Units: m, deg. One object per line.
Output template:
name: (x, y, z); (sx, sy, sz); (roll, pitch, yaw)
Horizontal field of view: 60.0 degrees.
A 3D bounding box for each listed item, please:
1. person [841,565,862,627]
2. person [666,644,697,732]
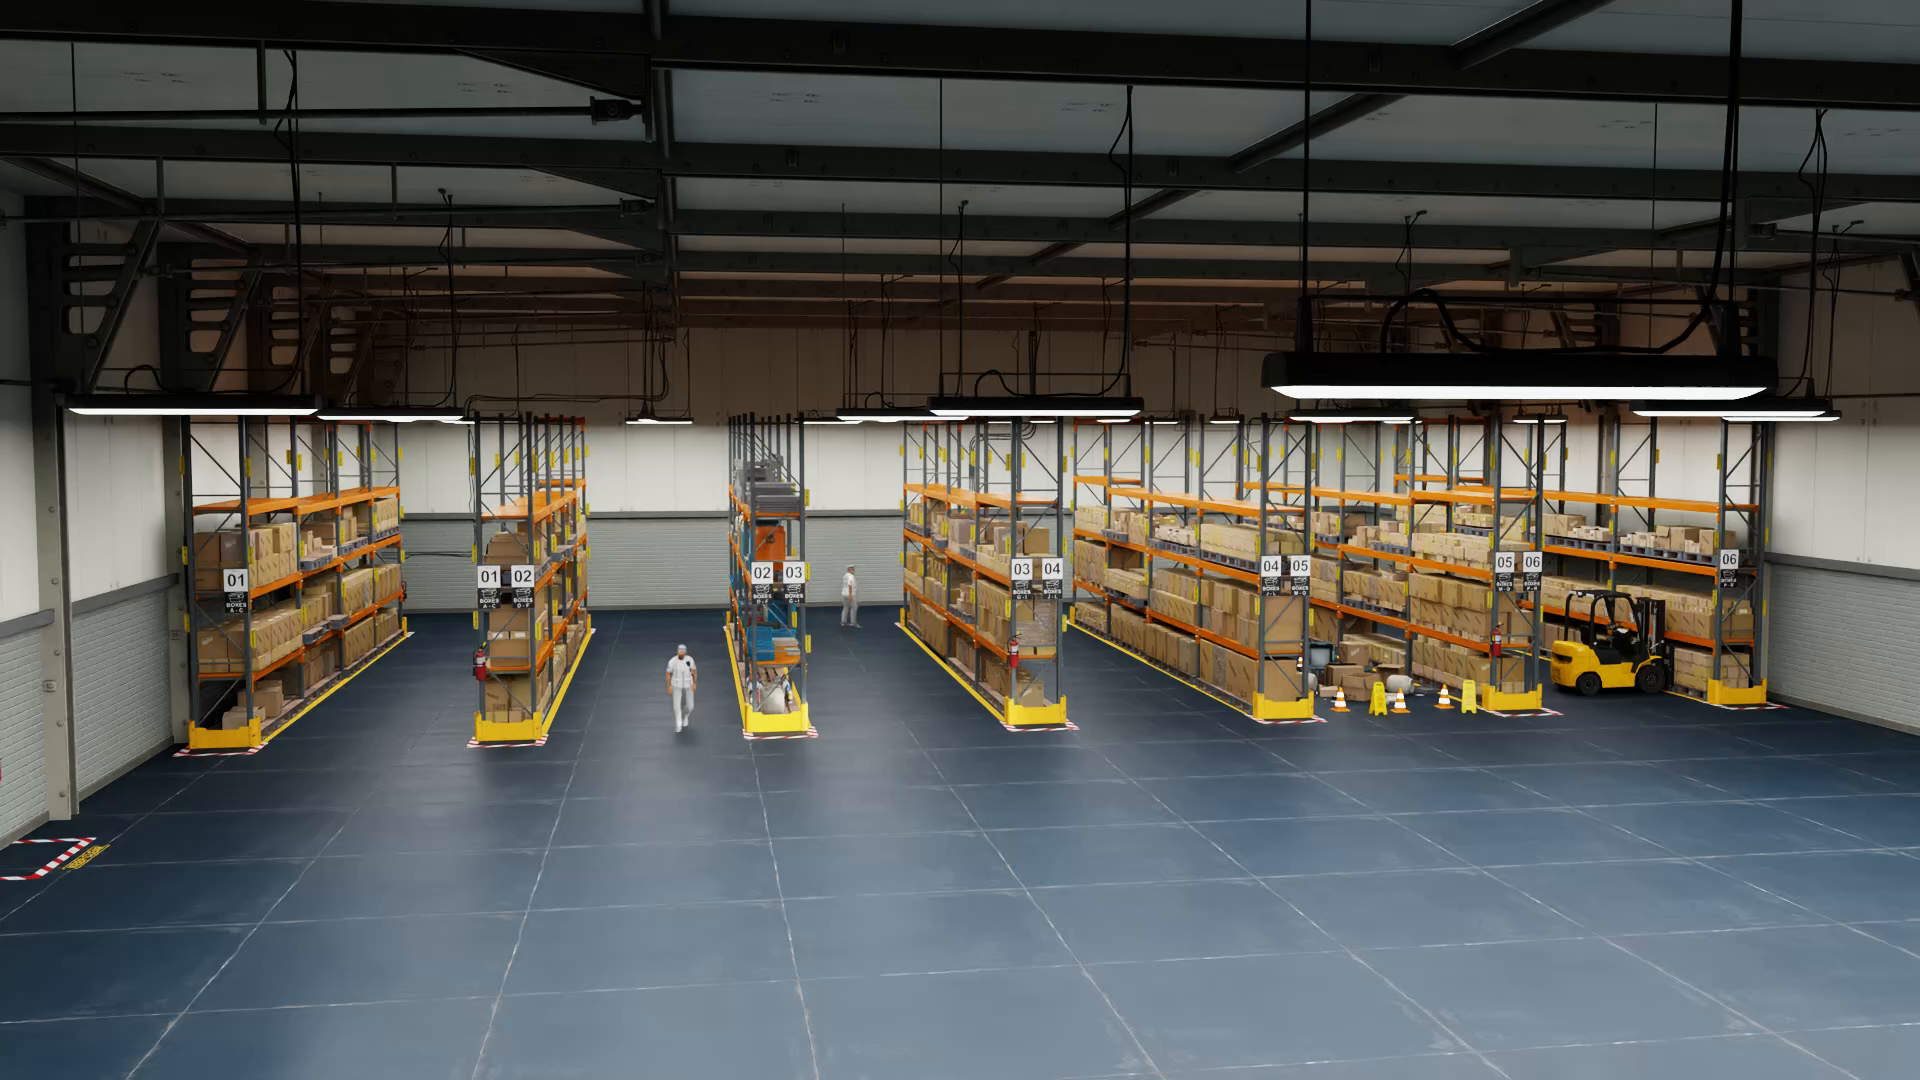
person: (-3.149, 1.623, 47.740); (0.573, 1.792, 0.588); (-2, 4, -28)
person: (-5.265, 2.777, 31.441); (0.571, 1.647, 0.579); (-1, 4, -14)
